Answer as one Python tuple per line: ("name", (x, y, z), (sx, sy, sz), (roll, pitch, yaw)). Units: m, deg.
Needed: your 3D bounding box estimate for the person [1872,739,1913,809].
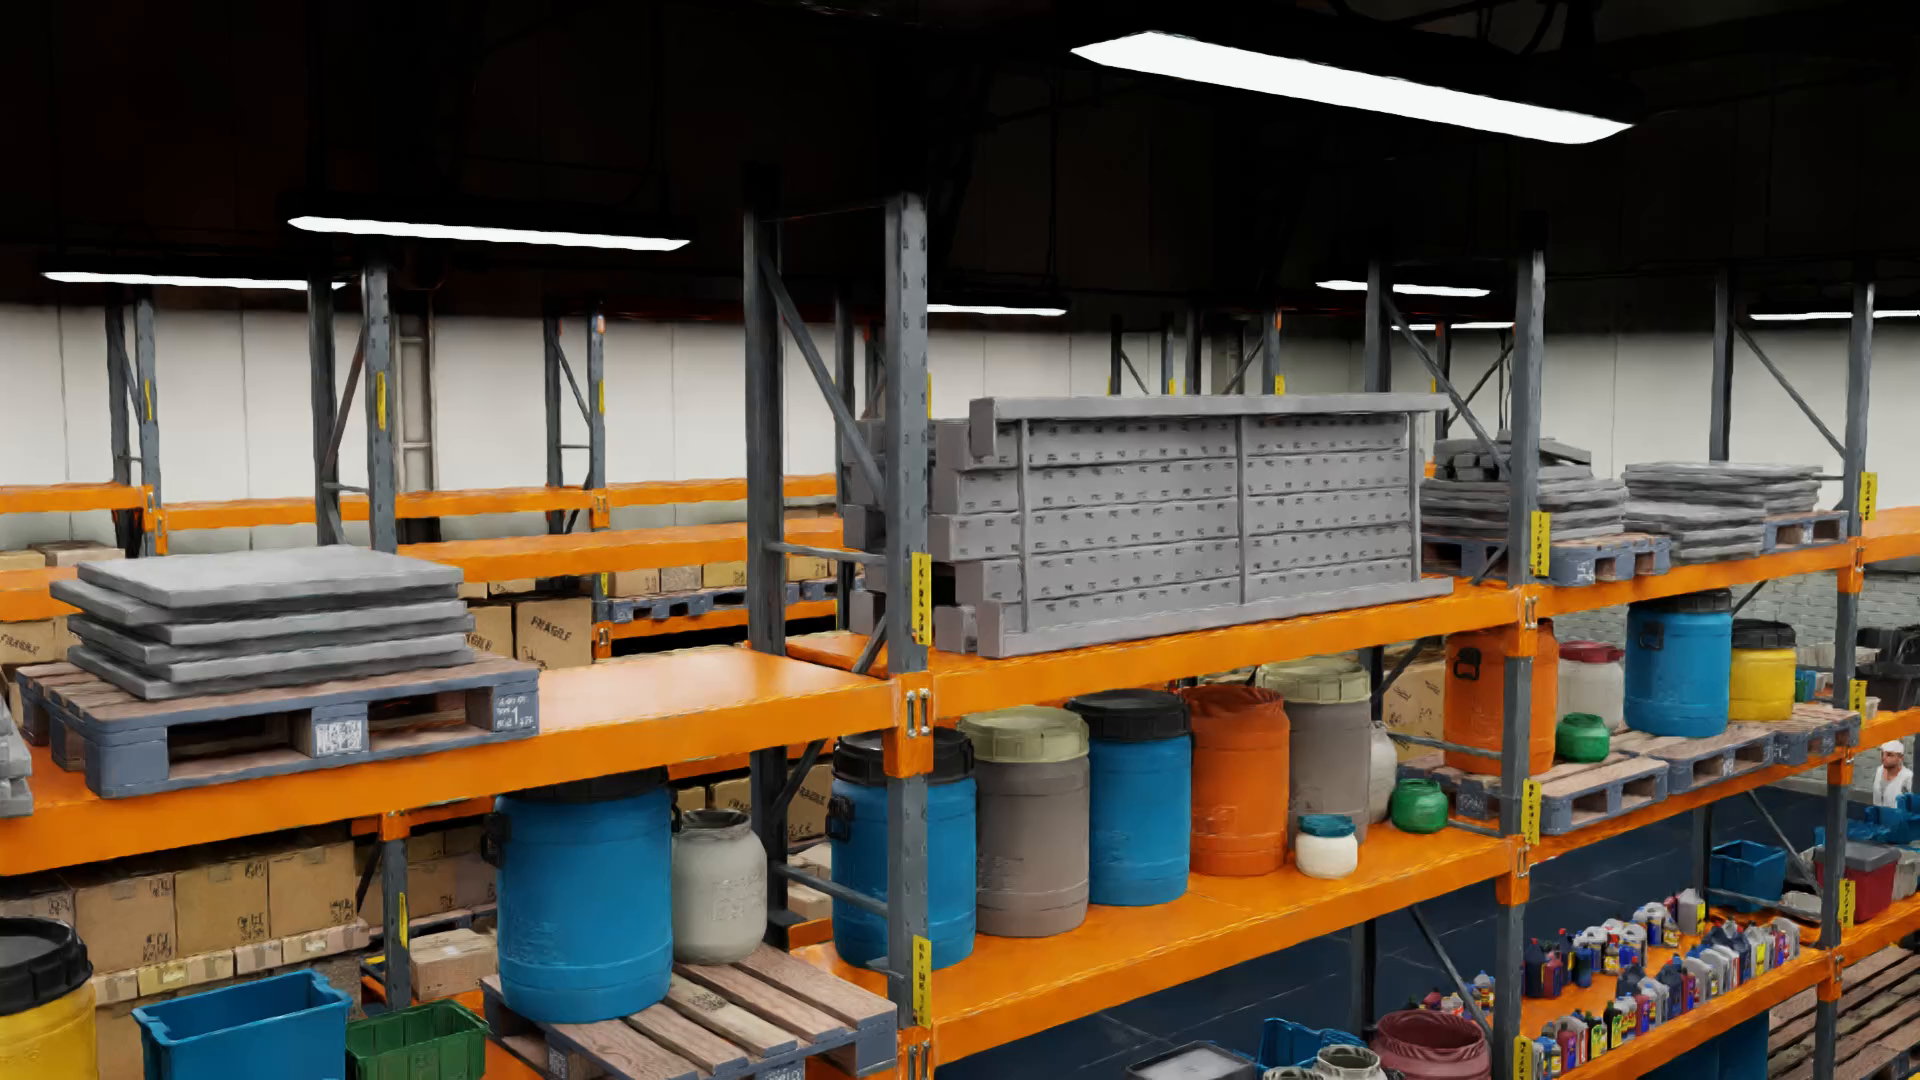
("person", (8.986, 2.765, 15.956), (0.955, 1.750, 0.580), (-2, 6, -24))
